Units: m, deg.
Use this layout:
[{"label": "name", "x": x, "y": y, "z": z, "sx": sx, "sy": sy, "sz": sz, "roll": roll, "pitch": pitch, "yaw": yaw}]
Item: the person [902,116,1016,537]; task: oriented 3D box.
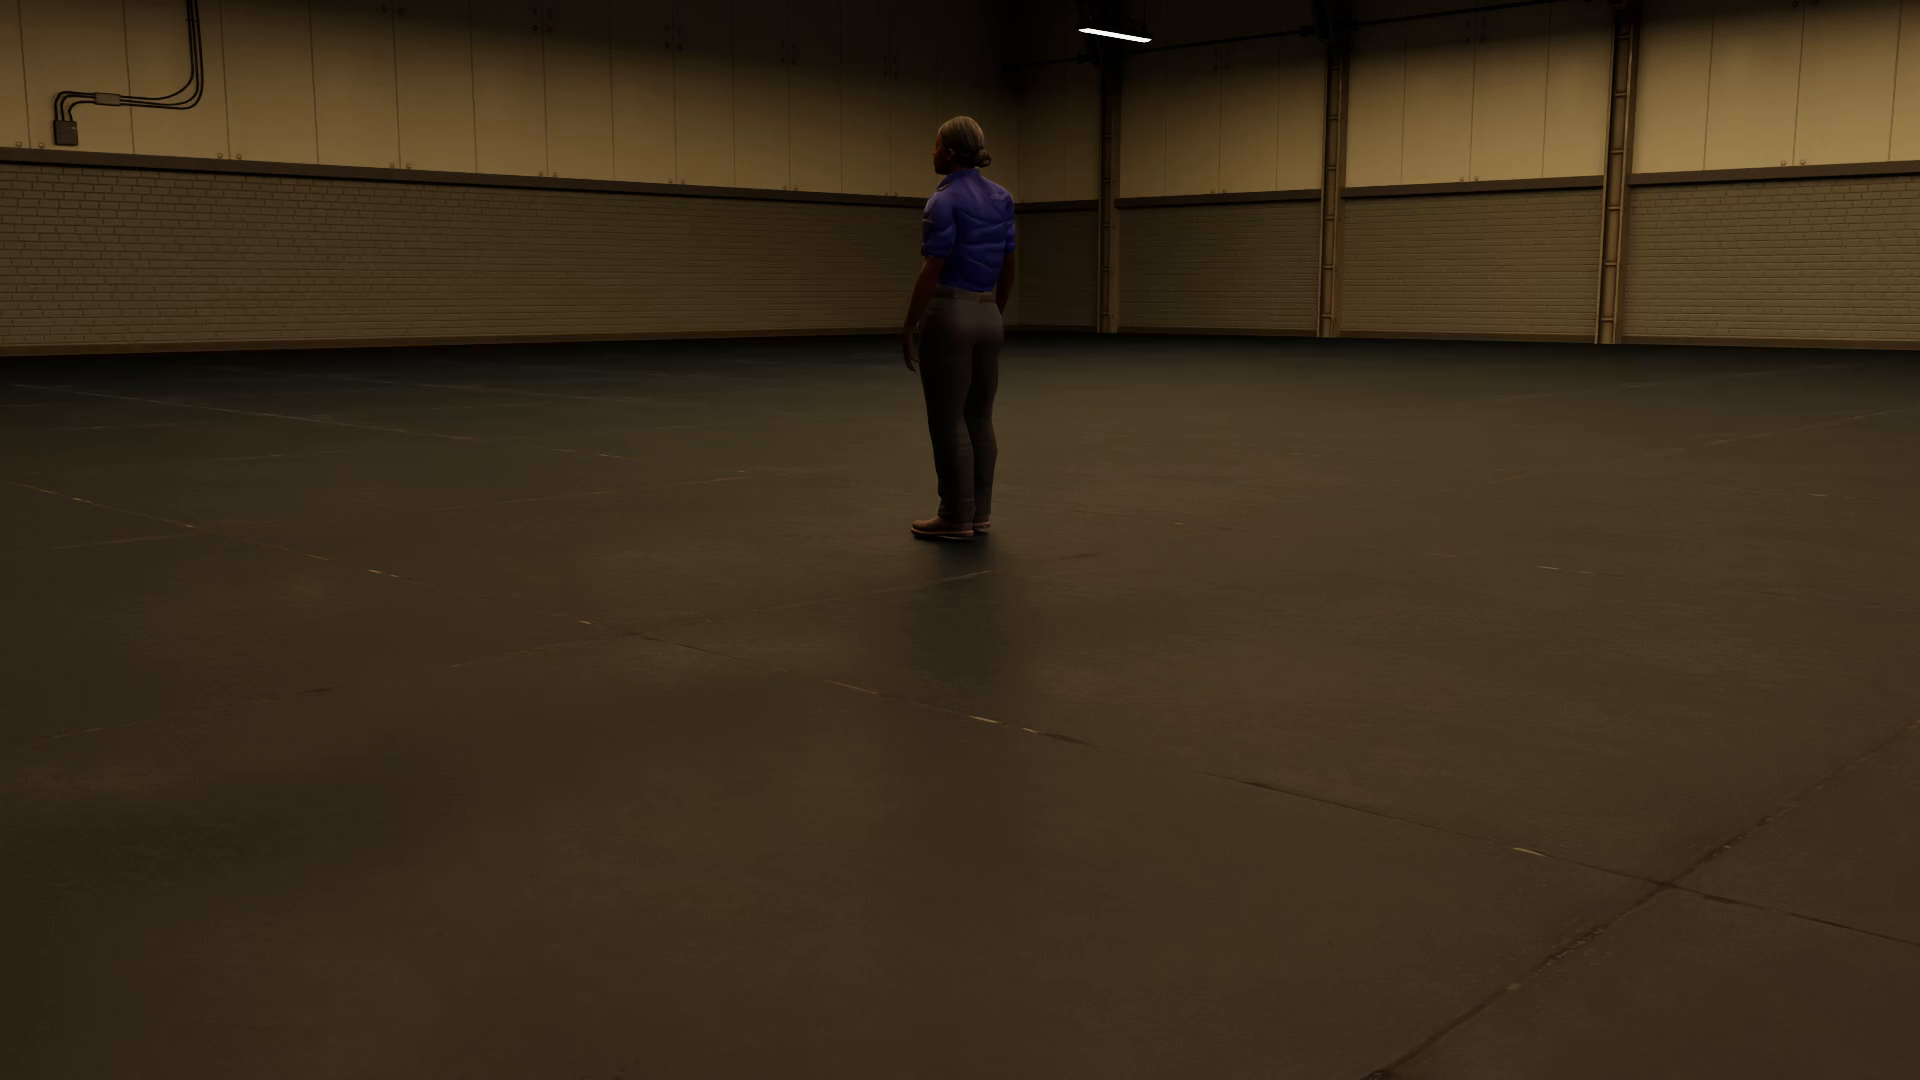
[{"label": "person", "x": -0.049, "y": -0.836, "z": 6.668, "sx": 0.504, "sy": 1.654, "sz": 0.569, "roll": 8, "pitch": 12, "yaw": 43}]
